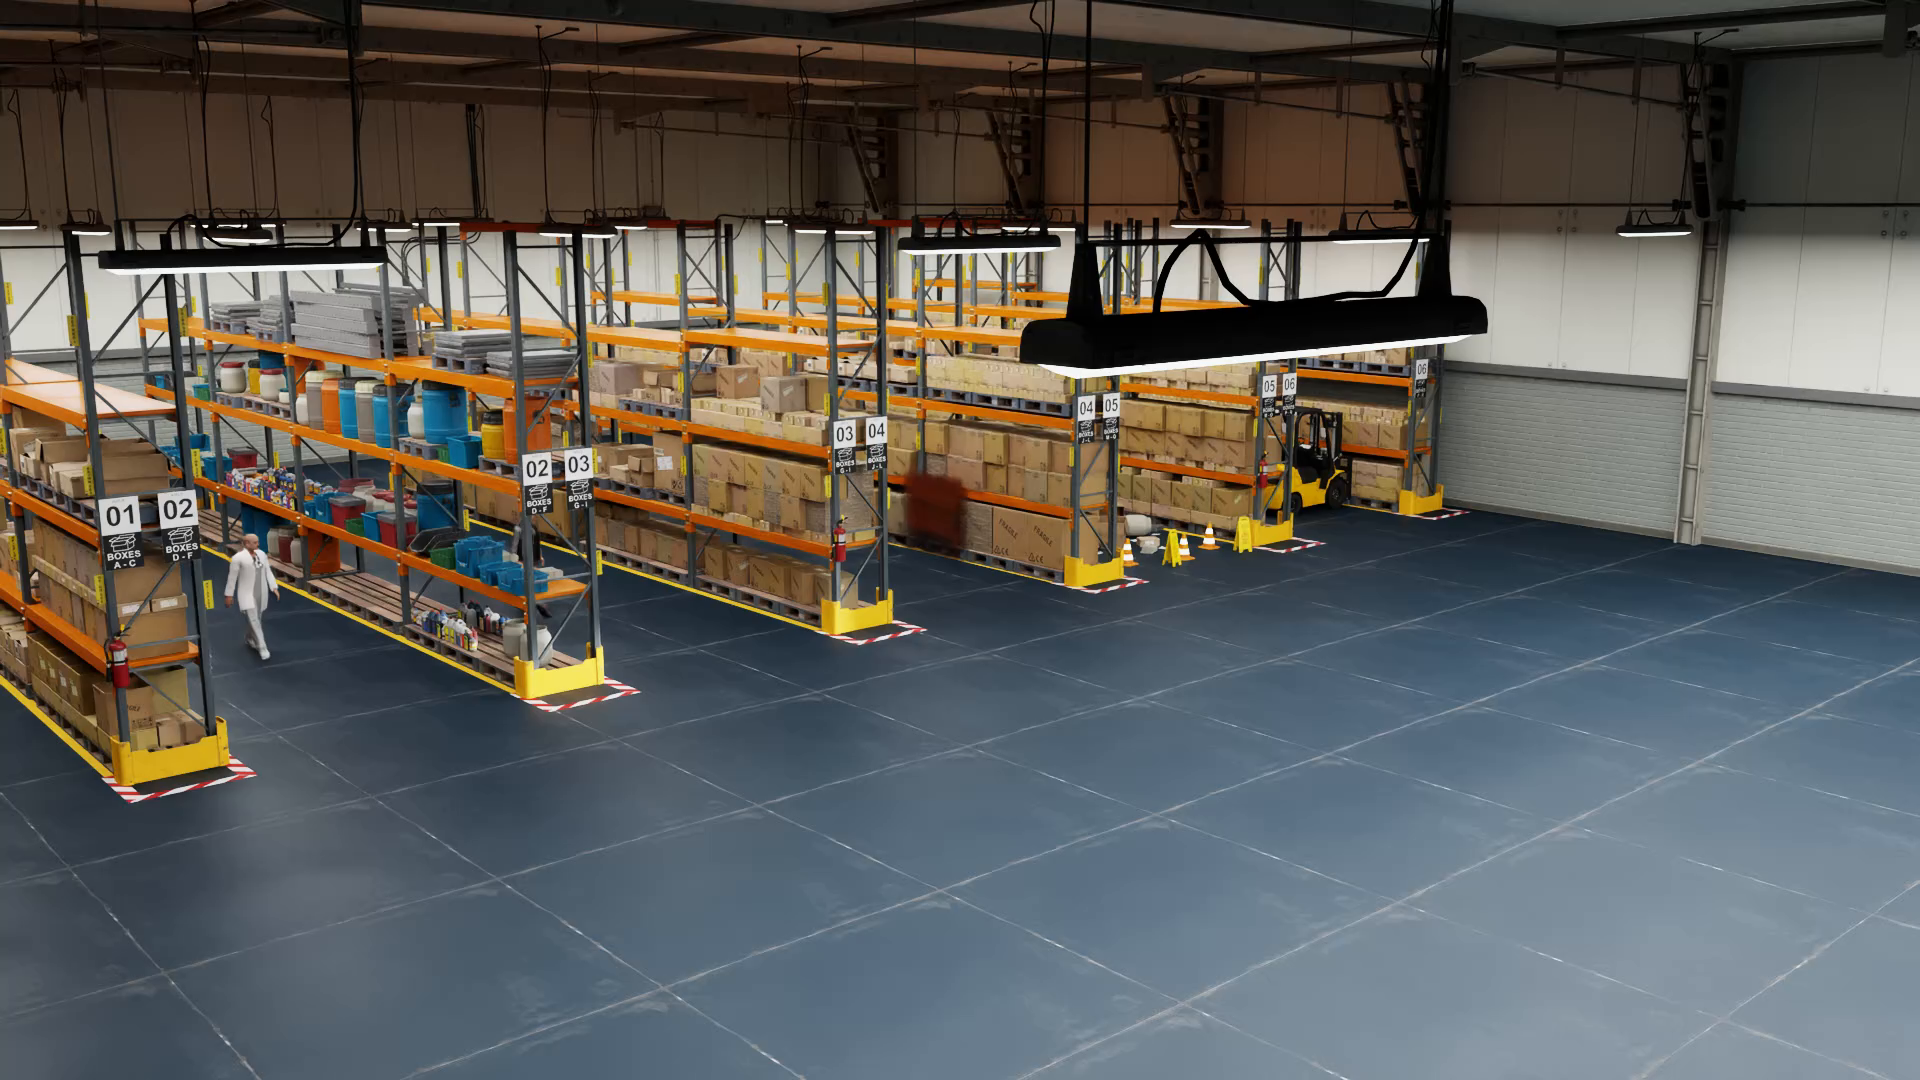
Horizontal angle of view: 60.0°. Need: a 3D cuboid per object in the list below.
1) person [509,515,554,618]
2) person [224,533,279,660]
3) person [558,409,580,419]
[{"bbox_3d":[-6.693,0.323,25.939,0.945,1.690,0.634,5,13,25],"label":"person"},{"bbox_3d":[-10.016,0.762,23.589,1.111,1.718,0.690,9,15,38],"label":"person"},{"bbox_3d":[-9.450,-2.618,40.405,0.514,1.749,0.975,5,13,25],"label":"person"}]
